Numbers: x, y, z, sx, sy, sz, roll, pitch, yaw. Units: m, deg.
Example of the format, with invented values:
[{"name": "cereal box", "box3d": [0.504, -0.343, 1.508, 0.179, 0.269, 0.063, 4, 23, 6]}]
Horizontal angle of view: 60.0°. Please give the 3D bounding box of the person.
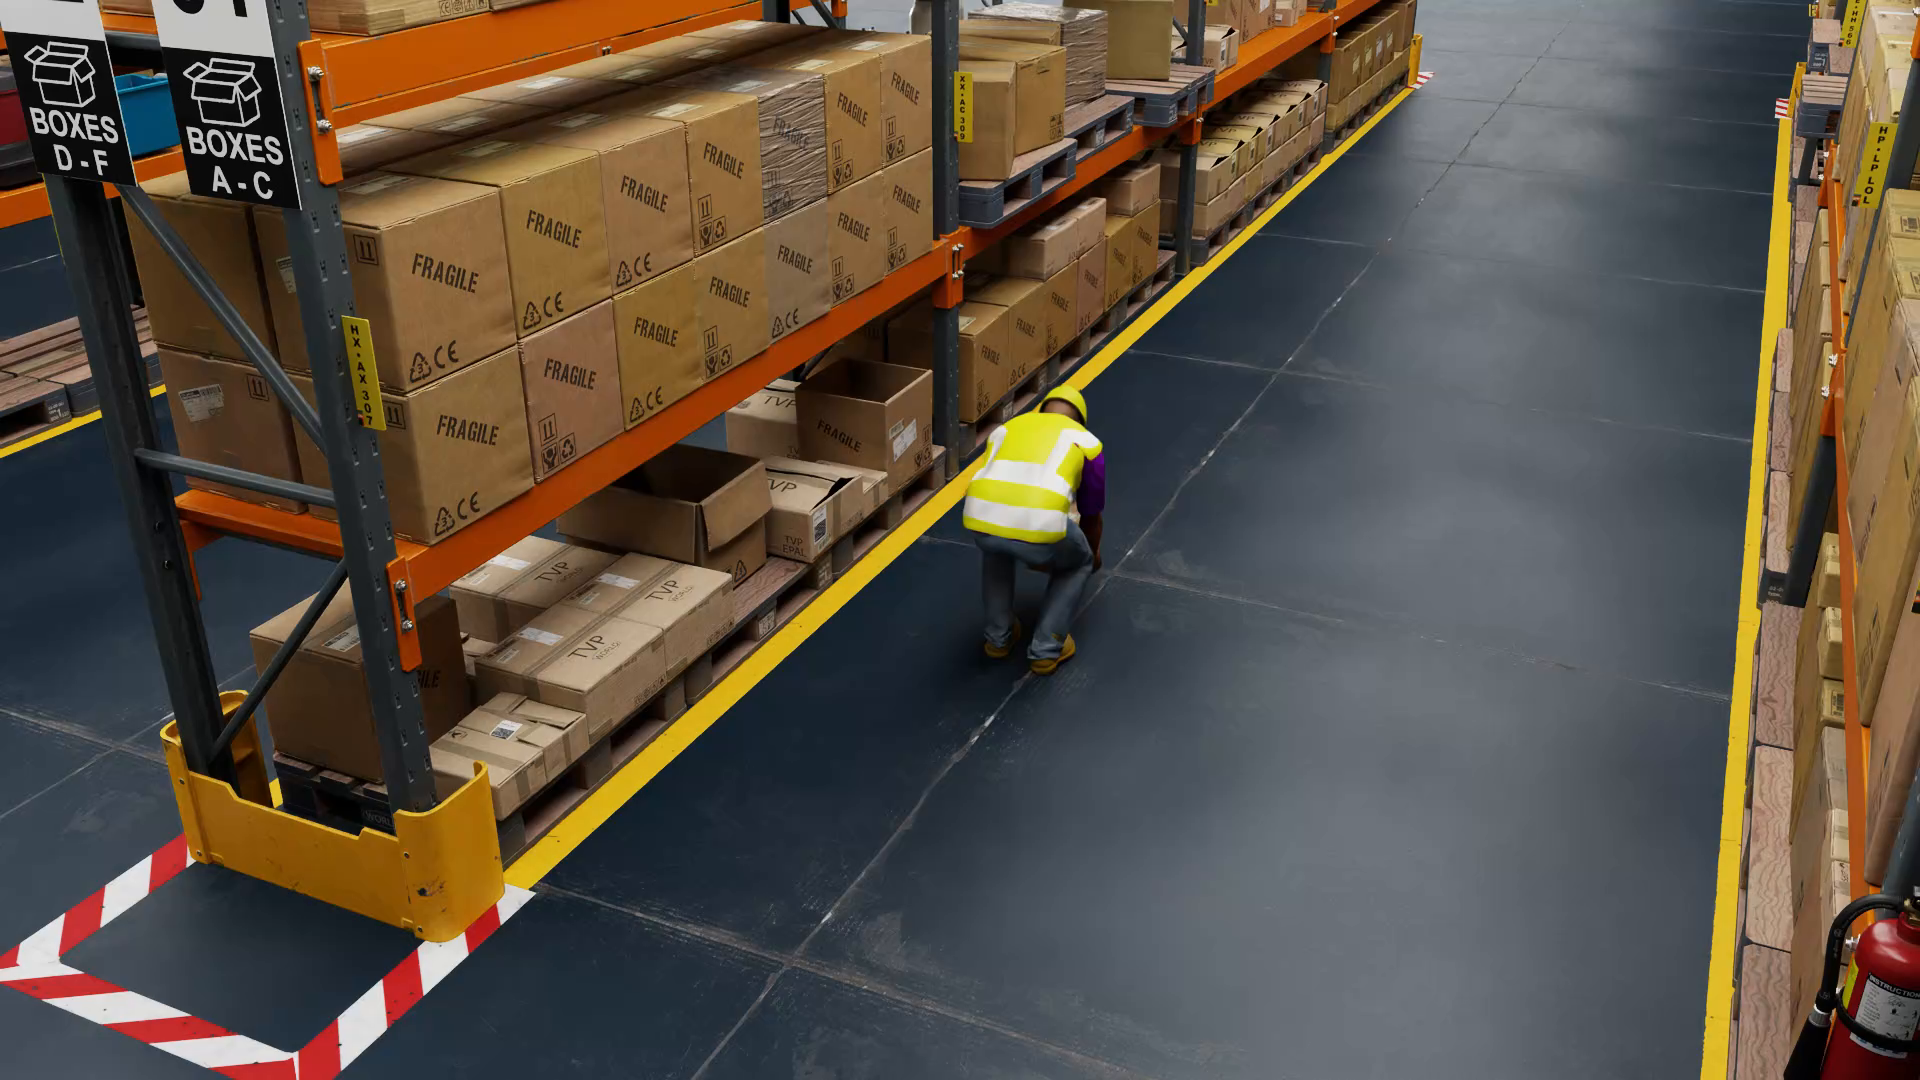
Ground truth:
[{"name": "person", "box3d": [0.320, -0.042, 7.020, 0.526, 1.023, 0.961, 10, 28, 20]}]
